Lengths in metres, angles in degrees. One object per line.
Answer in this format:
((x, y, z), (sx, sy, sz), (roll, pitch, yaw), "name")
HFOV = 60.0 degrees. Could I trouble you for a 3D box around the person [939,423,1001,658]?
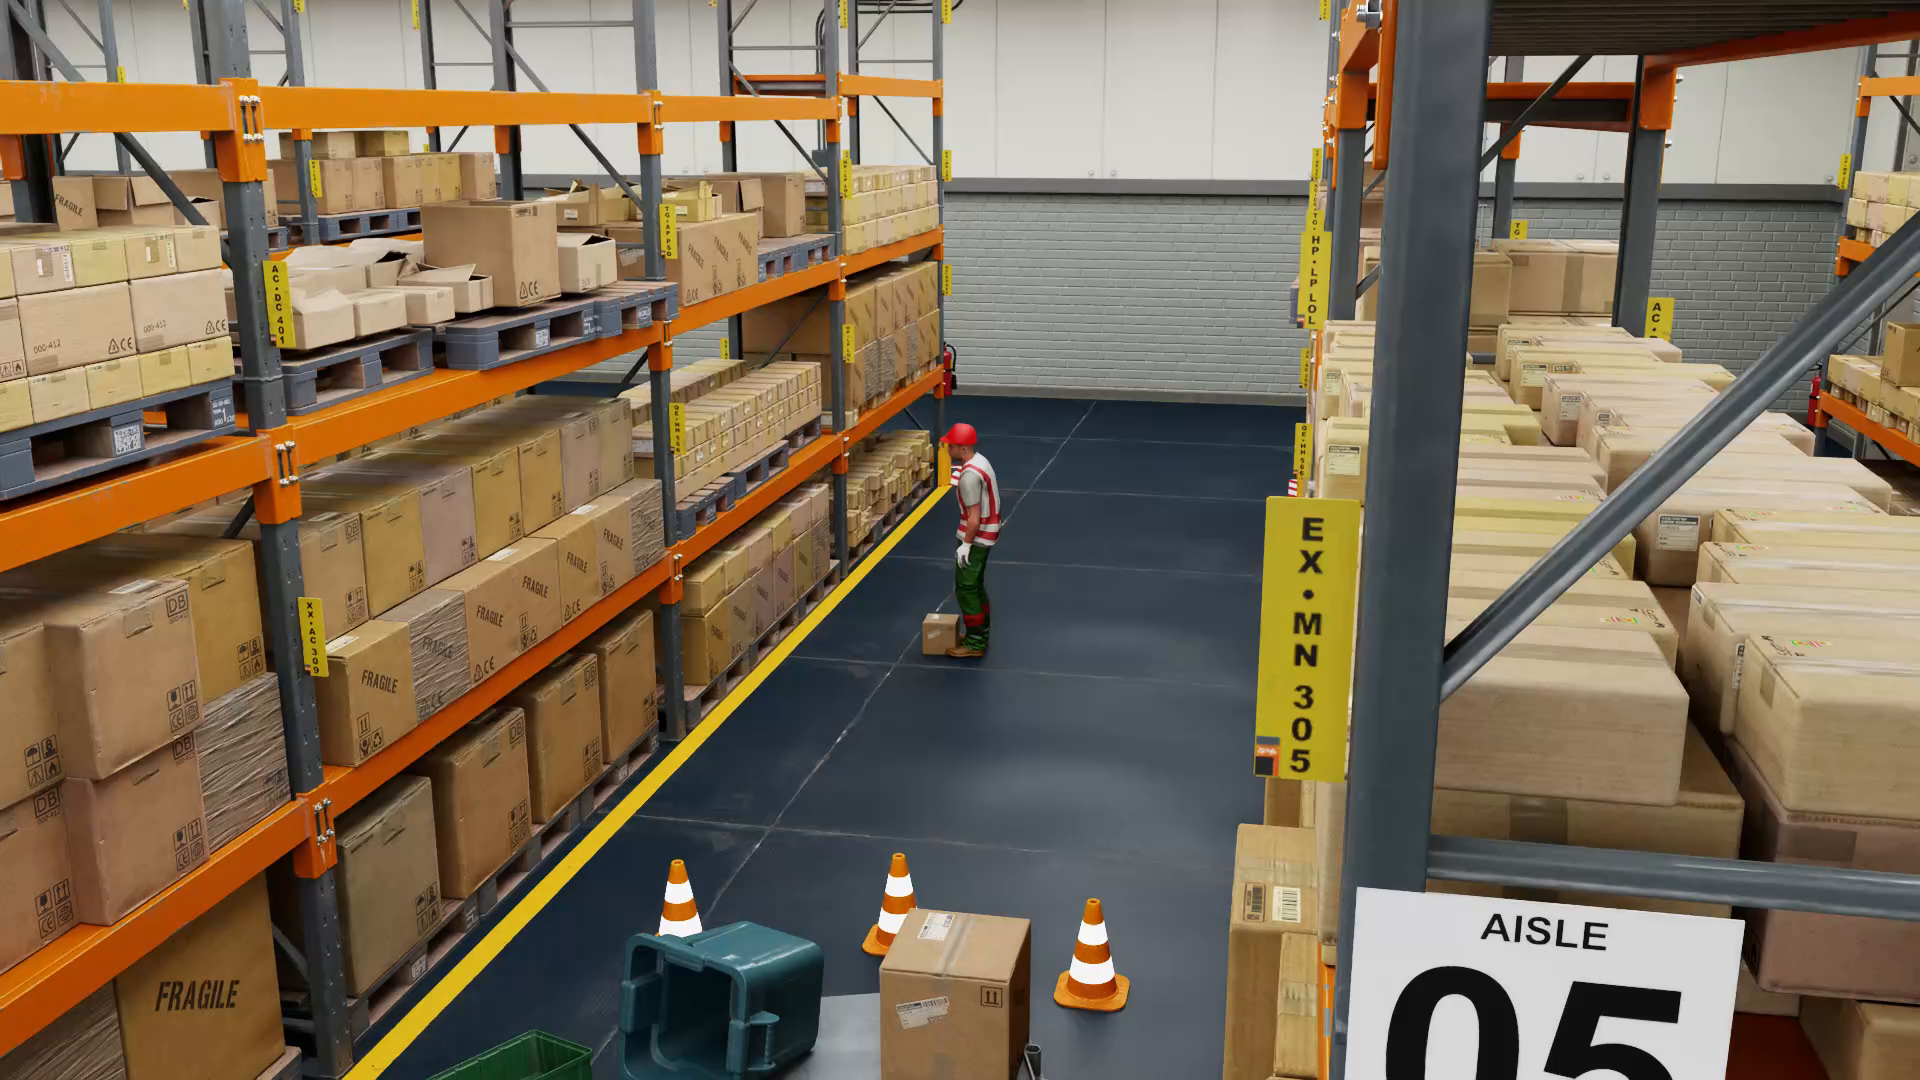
((0.077, -0.003, 12.492), (0.451, 1.778, 0.612), (2, 15, 8), "person")
